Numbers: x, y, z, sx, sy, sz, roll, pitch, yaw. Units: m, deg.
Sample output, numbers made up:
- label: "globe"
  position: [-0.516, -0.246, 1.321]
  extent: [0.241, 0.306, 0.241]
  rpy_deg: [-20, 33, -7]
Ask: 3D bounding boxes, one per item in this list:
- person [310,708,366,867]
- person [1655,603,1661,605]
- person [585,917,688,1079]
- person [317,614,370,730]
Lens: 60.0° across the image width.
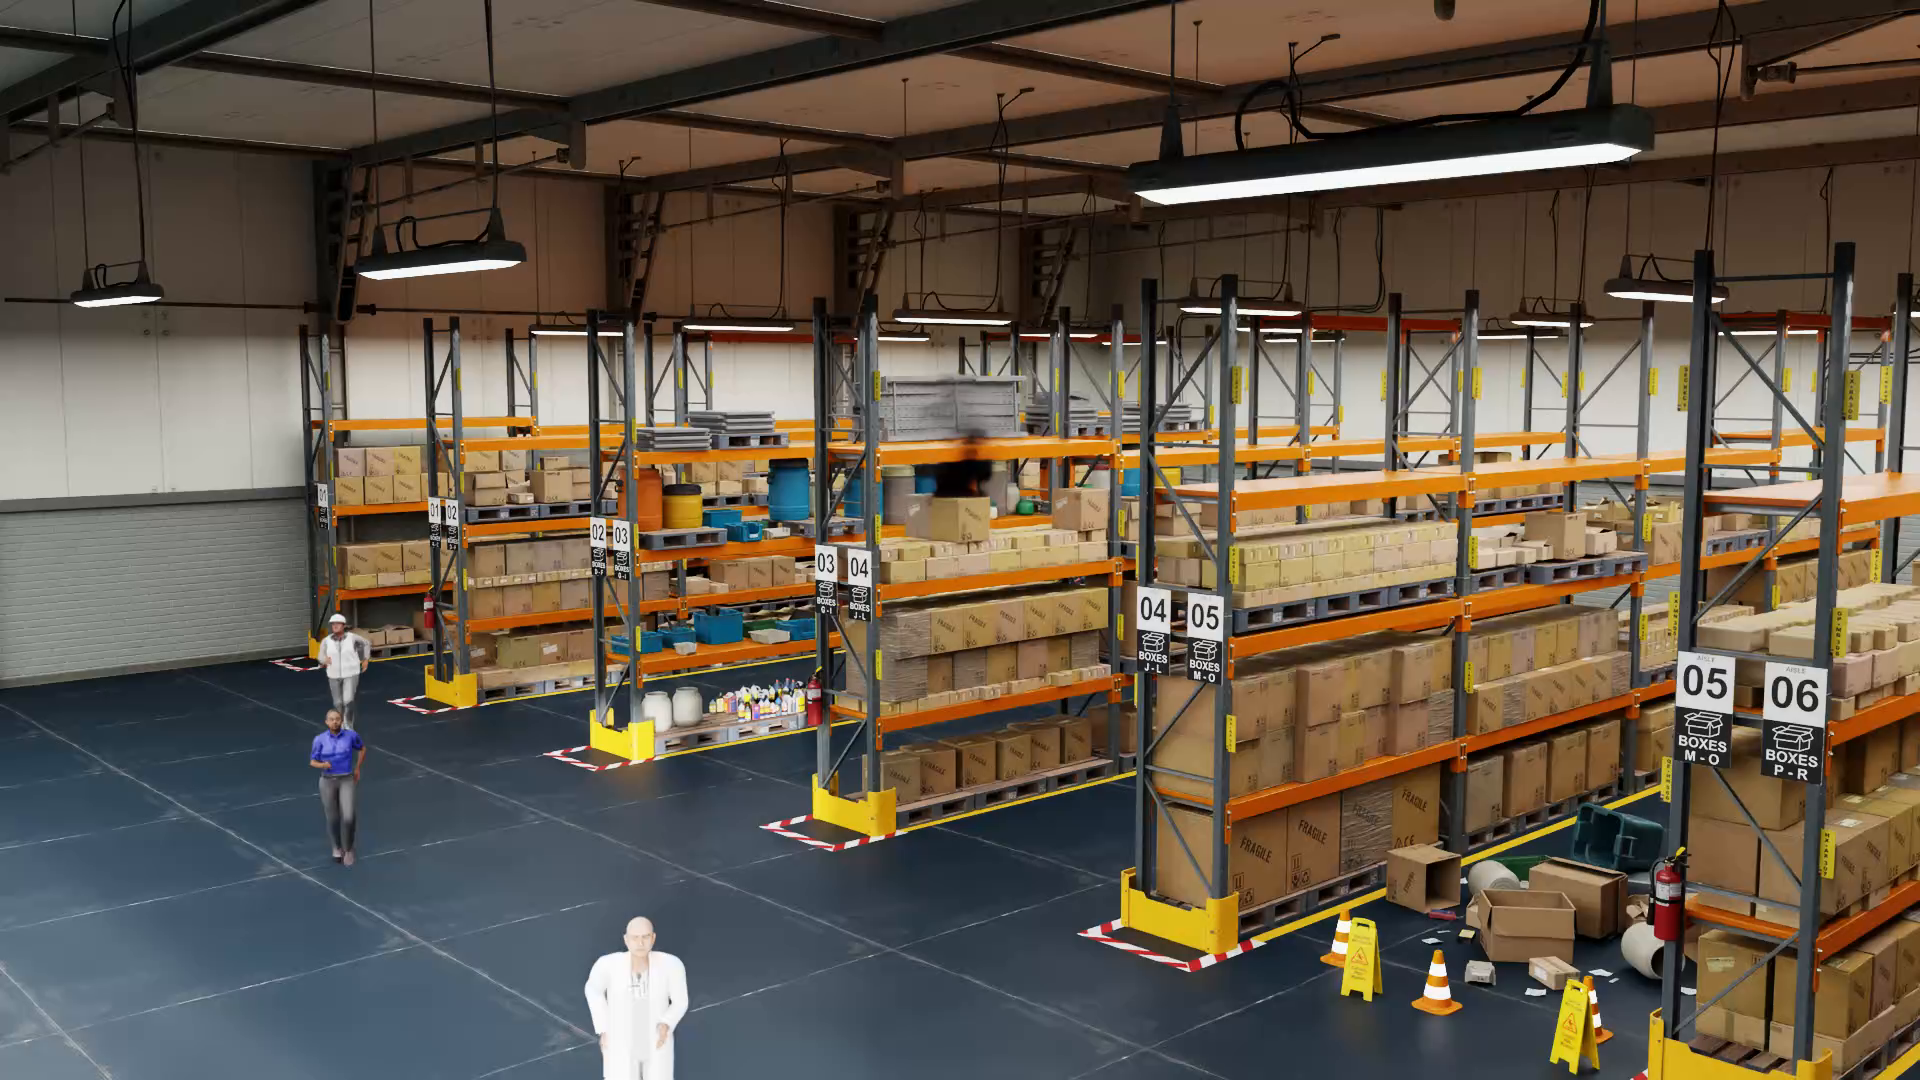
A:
- label: "person"
  position: [-6.500, 2.604, 17.409]
  extent: [0.558, 1.675, 0.667]
  rpy_deg: [-2, 6, -20]
- label: "person"
  position: [10.831, 1.769, 25.824]
  extent: [0.592, 1.588, 0.609]
  rpy_deg: [-5, 8, -40]
- label: "person"
  position: [-2.034, 3.232, 10.554]
  extent: [0.625, 1.723, 0.760]
  rpy_deg: [-2, 6, -18]
- label: "person"
  position: [-8.683, 1.920, 23.438]
  extent: [0.662, 1.788, 0.874]
  rpy_deg: [-1, 6, -7]
